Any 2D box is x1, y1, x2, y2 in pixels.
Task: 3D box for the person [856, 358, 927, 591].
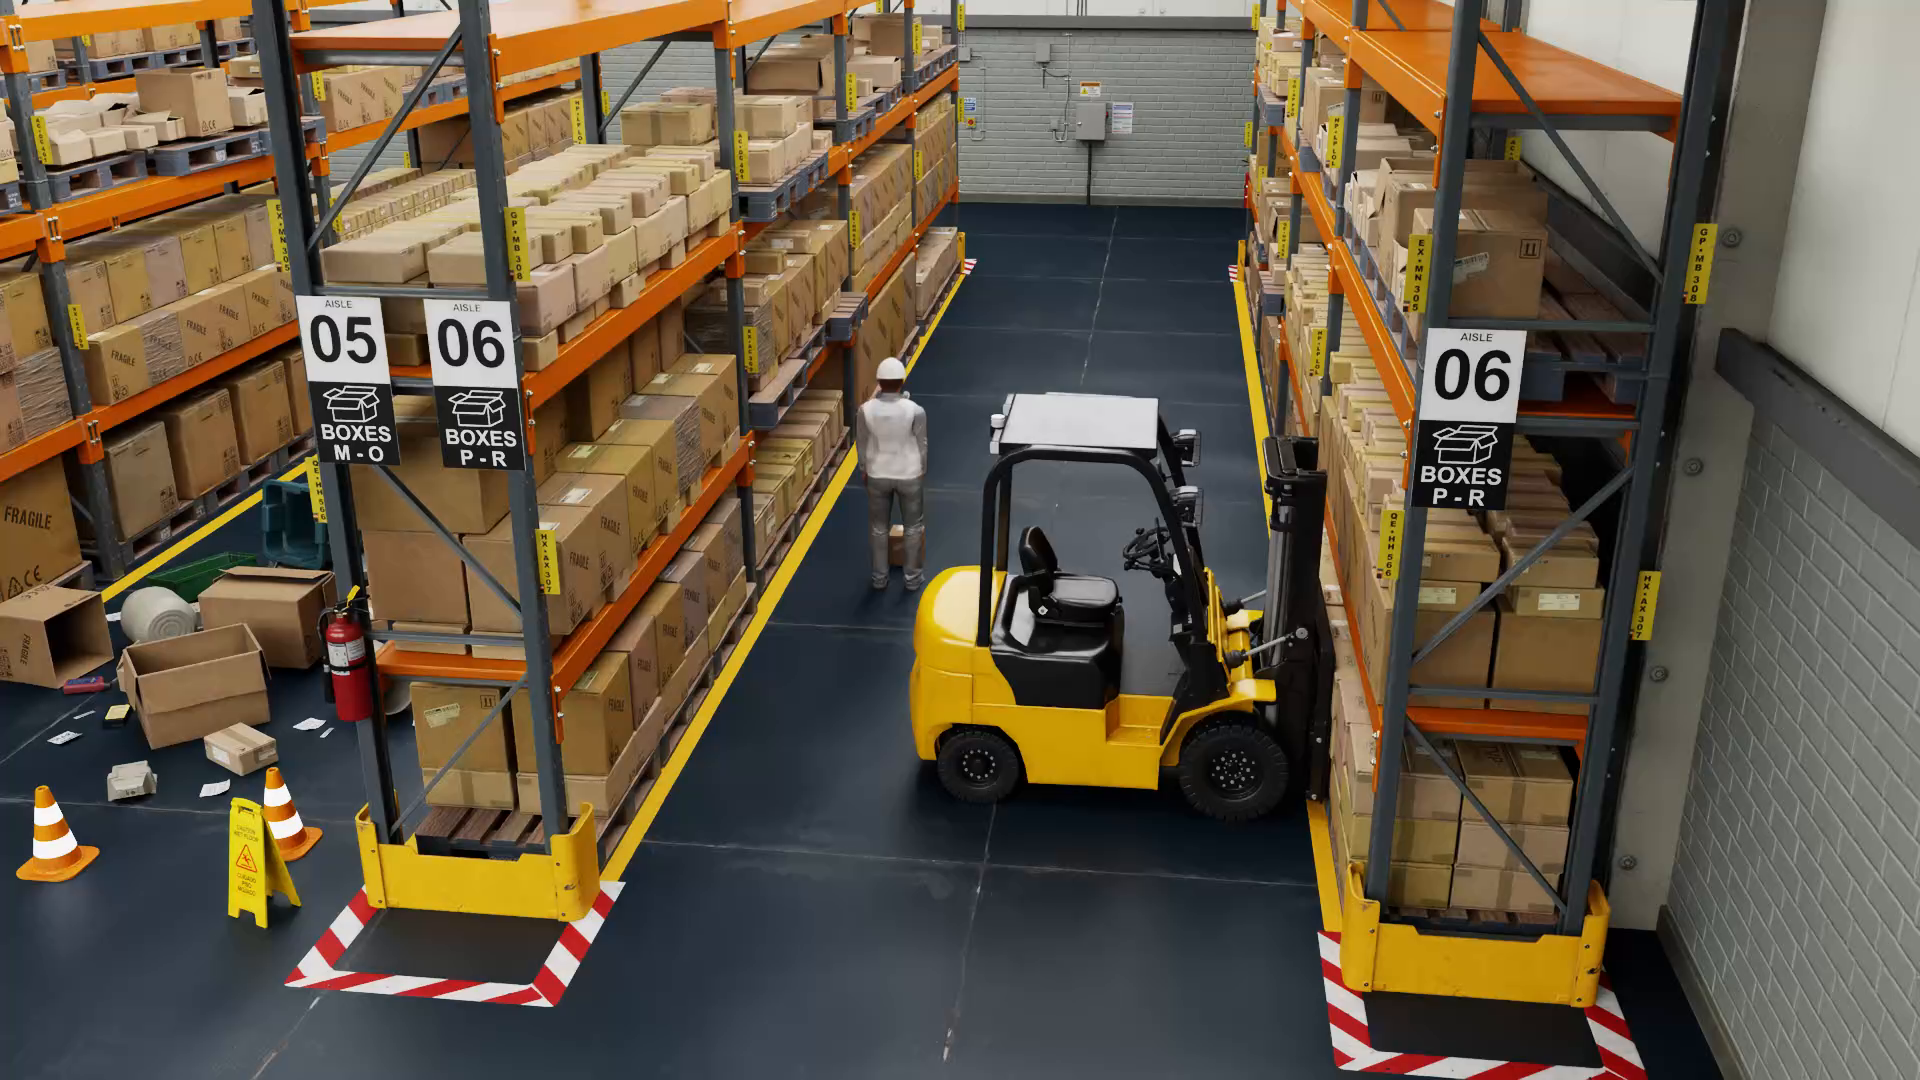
[{"bbox_3d":[-0.502,-0.487,12.335,0.535,1.763,0.363,3,21,7],"label":"person"}]
